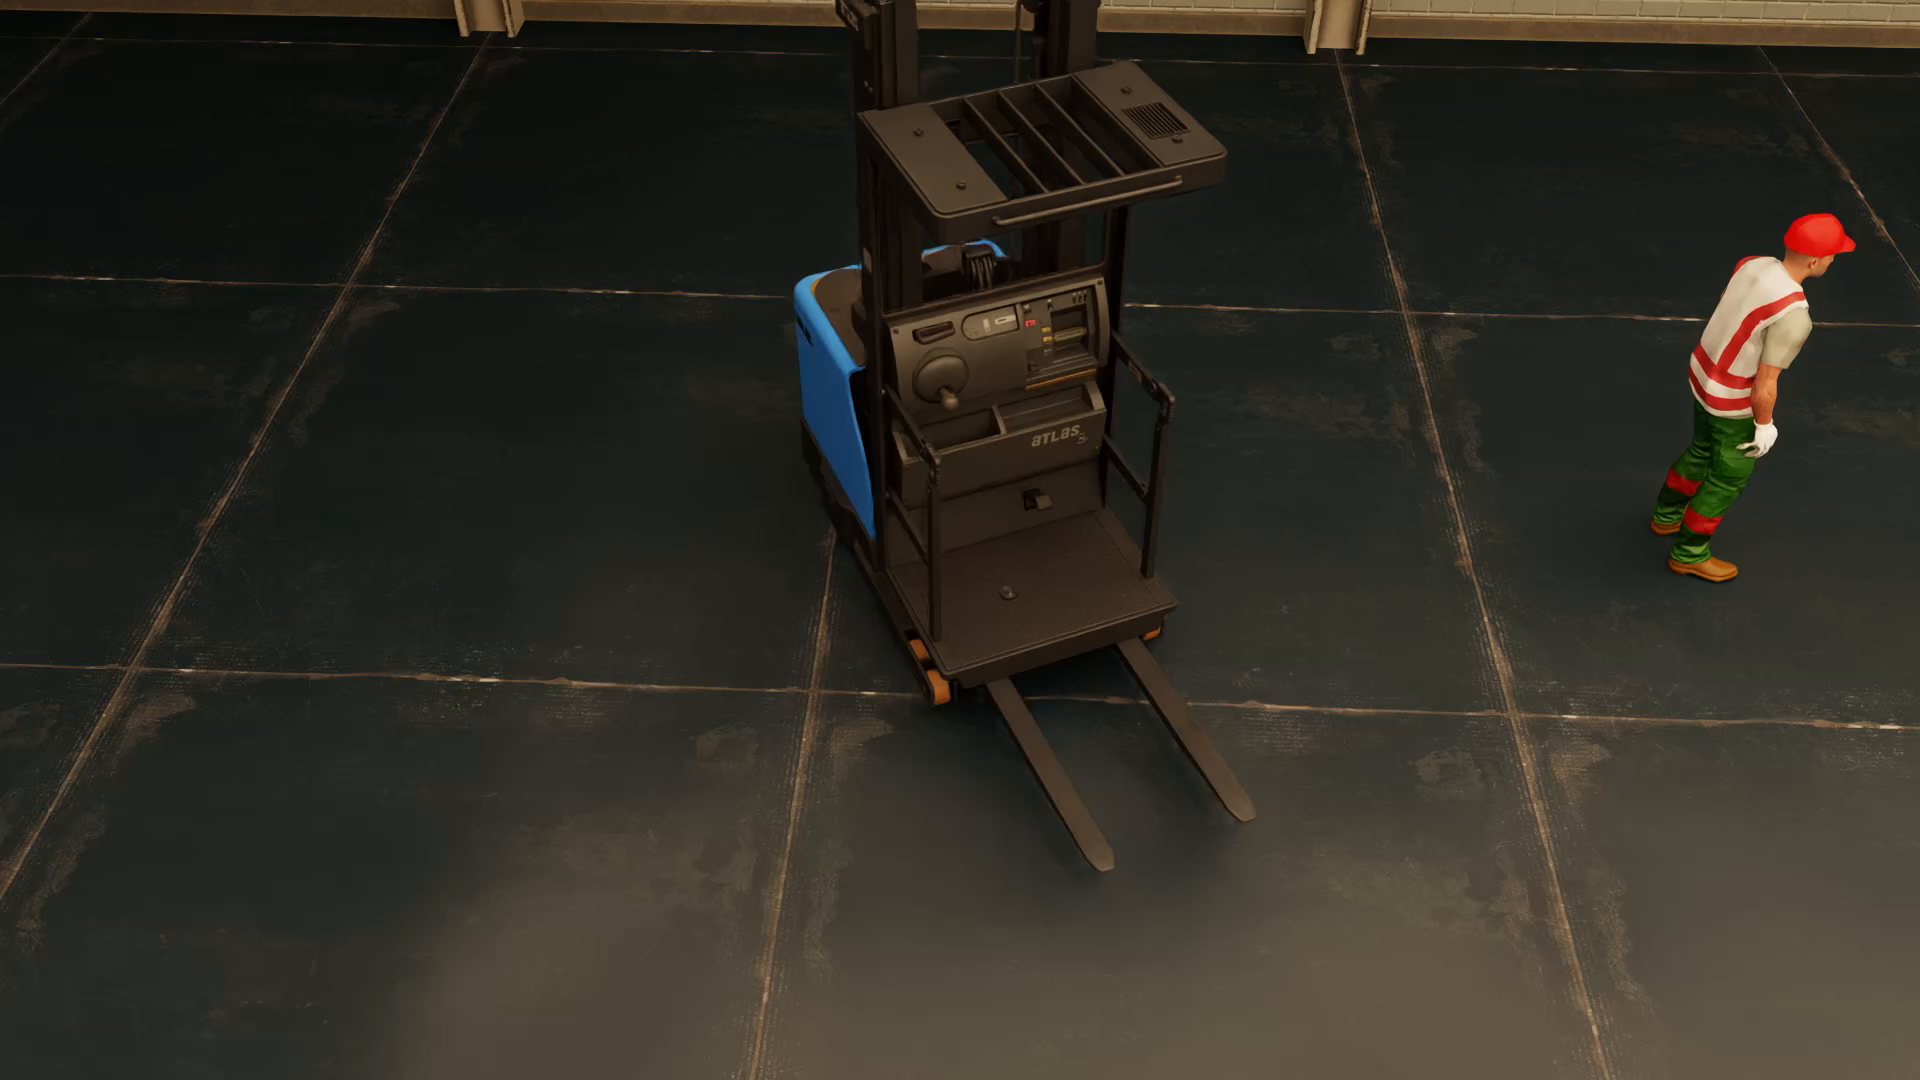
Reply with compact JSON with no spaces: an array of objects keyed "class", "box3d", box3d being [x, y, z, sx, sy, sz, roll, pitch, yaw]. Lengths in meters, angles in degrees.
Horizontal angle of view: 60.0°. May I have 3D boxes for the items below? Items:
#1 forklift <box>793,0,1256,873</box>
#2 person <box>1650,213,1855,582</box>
[{"class":"forklift","box3d":[0.251,-0.703,6.512,1.130,2.935,3.031,-16,45,-17]},{"class":"person","box3d":[3.430,-0.637,7.299,0.454,1.777,0.607,0,42,0]}]
